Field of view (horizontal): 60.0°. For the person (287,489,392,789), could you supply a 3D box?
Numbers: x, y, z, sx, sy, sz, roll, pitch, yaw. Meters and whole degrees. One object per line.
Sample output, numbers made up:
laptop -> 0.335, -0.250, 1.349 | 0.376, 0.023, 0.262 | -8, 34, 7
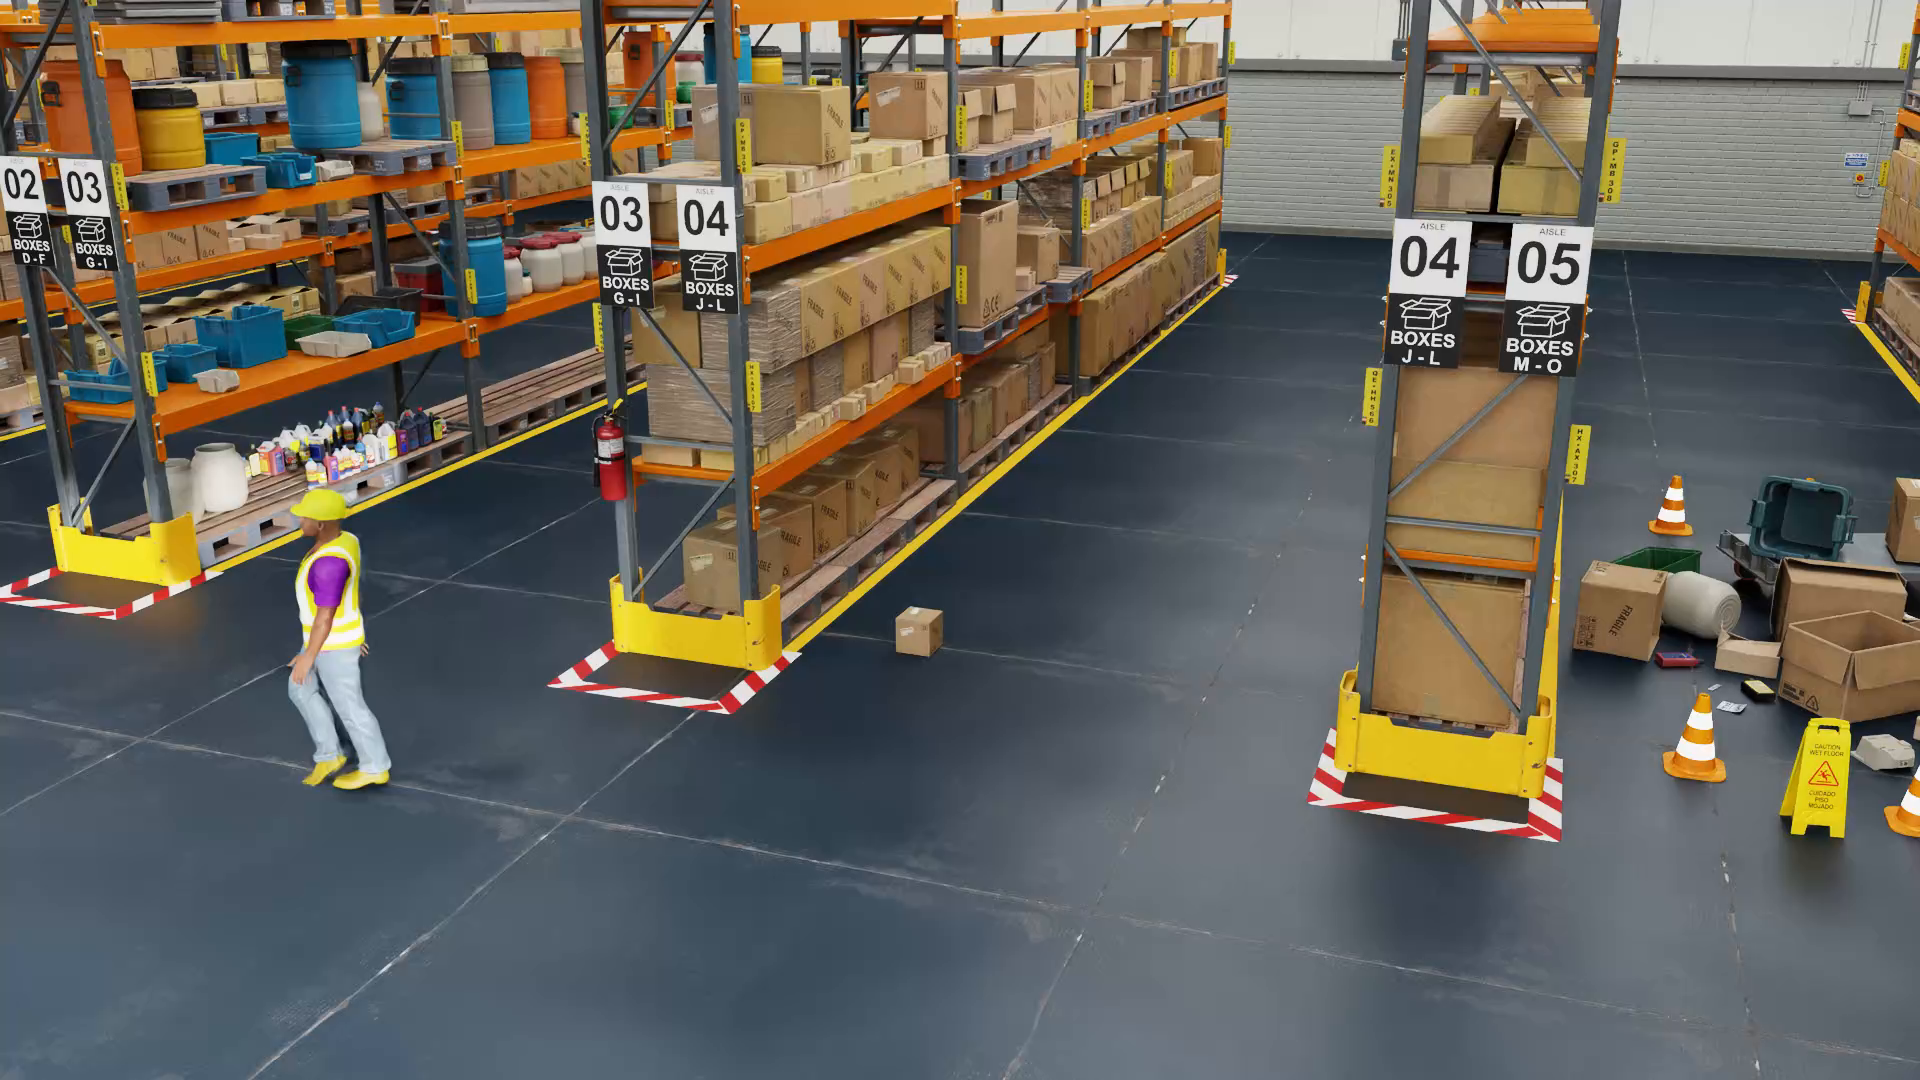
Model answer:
person -> -3.522, 0.596, 9.274 | 0.514, 1.825, 0.571 | -6, 19, -17
